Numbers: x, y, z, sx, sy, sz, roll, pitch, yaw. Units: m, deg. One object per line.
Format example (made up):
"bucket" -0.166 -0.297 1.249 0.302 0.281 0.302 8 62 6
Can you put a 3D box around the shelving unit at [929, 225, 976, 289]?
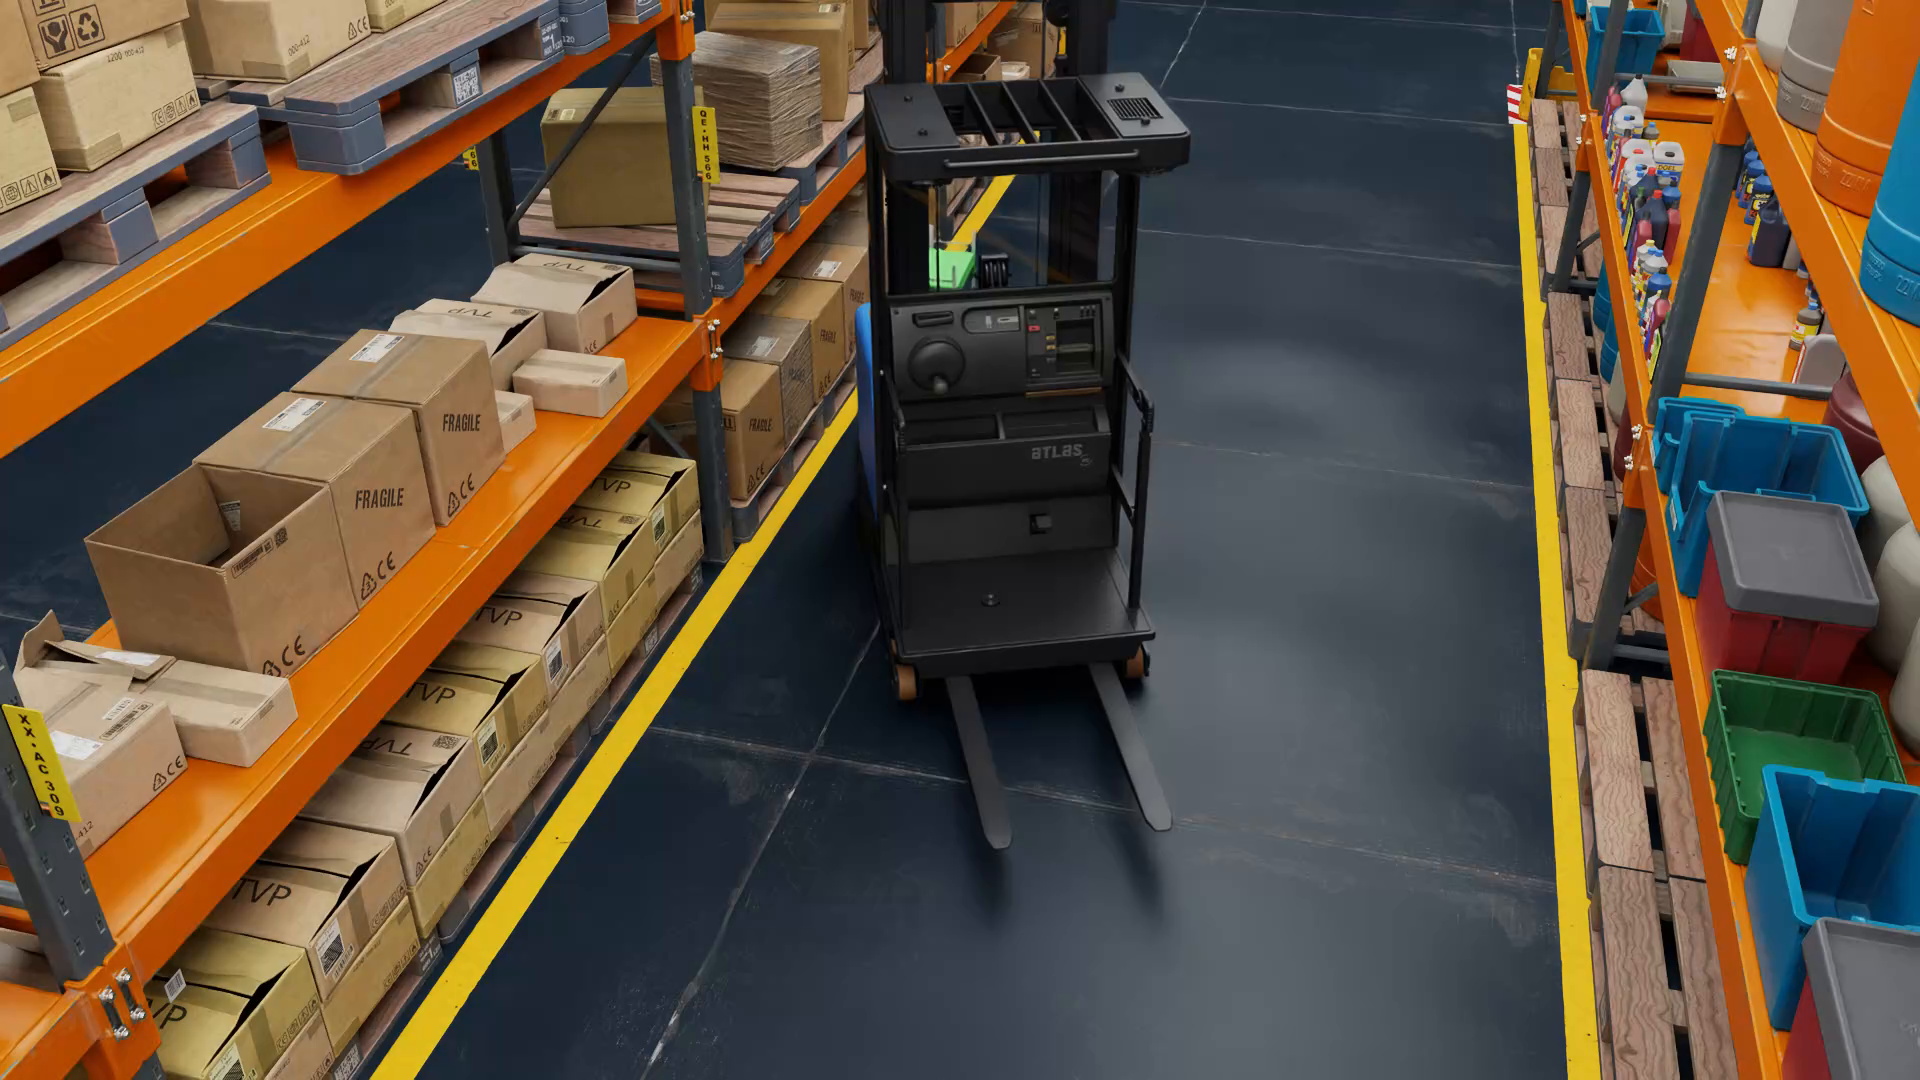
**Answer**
"shelving unit" -0.089 -0.975 8.665 0.258 1.200 0.503 6 33 9

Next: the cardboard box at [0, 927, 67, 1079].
"cardboard box" -2.793 1.331 5.009 0.500 0.311 0.500 8 33 12

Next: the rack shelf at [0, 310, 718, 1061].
"rack shelf" -2.111 0.099 5.968 1.077 0.370 4.000 8 33 12

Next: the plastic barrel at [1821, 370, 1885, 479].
"plastic barrel" 3.363 -0.341 5.864 0.600 0.536 0.708 8 33 12

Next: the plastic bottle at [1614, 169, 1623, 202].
"plastic bottle" 3.425 -1.832 8.522 0.097 0.201 0.097 0 32 0

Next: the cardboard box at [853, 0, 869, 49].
"cardboard box" -0.924 -3.322 10.195 0.700 0.500 0.500 -3 33 -4

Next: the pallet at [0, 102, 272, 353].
"pallet" -2.407 -0.811 4.112 0.805 0.209 1.217 7 33 10

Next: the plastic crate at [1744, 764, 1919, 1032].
"plastic crate" 2.151 0.902 4.050 0.392 0.384 0.575 8 33 12

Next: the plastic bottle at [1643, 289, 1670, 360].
"plastic bottle" 2.936 -0.904 6.985 0.061 0.283 0.133 8 33 12

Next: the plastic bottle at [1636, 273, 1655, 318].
"plastic bottle" 3.057 -1.079 7.336 0.097 0.201 0.097 0 32 0

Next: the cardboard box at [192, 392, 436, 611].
"cardboard box" -2.147 -0.138 5.578 0.500 0.500 0.500 8 33 12

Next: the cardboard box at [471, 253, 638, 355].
"cardboard box" -1.738 -1.022 7.144 0.500 0.311 0.500 10 34 15

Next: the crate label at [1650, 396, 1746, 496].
"crate label" 2.718 -0.328 6.125 0.303 0.233 0.416 8 33 12

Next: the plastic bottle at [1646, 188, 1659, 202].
"plastic bottle" 3.307 -1.534 7.977 0.061 0.283 0.133 8 33 12

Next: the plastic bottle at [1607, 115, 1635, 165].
"plastic bottle" 3.568 -2.152 8.960 0.097 0.271 0.097 0 32 0

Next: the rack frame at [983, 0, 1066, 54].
"rack frame" 0.427 -5.393 13.938 1.000 3.000 0.127 8 33 12

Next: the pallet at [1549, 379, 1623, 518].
"pallet" 3.659 -0.435 8.737 1.003 0.211 1.213 8 33 12

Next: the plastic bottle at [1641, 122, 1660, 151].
"plastic bottle" 3.749 -2.172 9.056 0.097 0.201 0.097 0 32 0

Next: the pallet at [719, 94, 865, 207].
"pallet" -1.114 -2.171 9.048 1.003 0.211 1.213 8 33 12

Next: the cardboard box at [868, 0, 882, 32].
"cardboard box" -0.709 -3.654 11.109 0.500 0.500 0.500 9 33 13

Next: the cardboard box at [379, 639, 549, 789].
"cardboard box" -1.883 0.602 6.156 0.500 0.311 0.500 9 34 14

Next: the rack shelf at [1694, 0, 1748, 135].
"rack shelf" 3.695 -2.566 7.365 1.077 0.370 4.000 8 33 12

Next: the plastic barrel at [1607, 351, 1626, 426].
"plastic barrel" 3.638 -0.840 8.704 0.421 0.512 0.421 0 32 0

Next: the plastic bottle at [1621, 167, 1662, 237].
"plastic bottle" 3.329 -1.648 8.092 0.144 0.351 0.185 8 33 12

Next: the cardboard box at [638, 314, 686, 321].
"cardboard box" -1.582 -1.236 8.620 0.500 0.250 0.500 9 34 14

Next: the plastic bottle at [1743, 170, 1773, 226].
"plastic bottle" 3.976 -1.704 8.255 0.097 0.271 0.097 0 32 0

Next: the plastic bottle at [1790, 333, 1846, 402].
"plastic bottle" 3.463 -0.715 6.694 0.152 0.276 0.135 8 33 12

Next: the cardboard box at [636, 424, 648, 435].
"cardboard box" -1.593 -0.890 8.774 0.500 0.500 0.500 9 34 14

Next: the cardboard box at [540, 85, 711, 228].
"cardboard box" -1.552 -1.804 7.807 0.700 0.500 0.500 -3 33 -4

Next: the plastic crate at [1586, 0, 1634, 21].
"plastic crate" 4.354 -3.500 11.150 0.293 0.136 0.466 8 33 12

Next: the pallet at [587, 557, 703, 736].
"pallet" -1.850 0.357 7.492 1.003 0.211 1.213 8 33 12

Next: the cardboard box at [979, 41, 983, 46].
"cardboard box" -0.011 -4.206 14.317 0.380 0.149 0.250 8 33 12

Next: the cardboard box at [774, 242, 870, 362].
"cardboard box" -0.824 -1.374 9.535 0.500 0.500 0.500 7 33 11

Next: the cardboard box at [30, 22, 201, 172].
"cardboard box" -2.316 -1.150 4.215 0.500 0.250 0.500 5 33 8

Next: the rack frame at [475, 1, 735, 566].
"rack frame" -1.603 -1.242 7.408 1.000 3.000 0.127 8 33 12

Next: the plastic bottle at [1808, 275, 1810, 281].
"plastic bottle" 3.947 -1.290 7.593 0.061 0.283 0.133 8 33 12

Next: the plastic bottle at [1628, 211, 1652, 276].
"plastic bottle" 3.167 -1.378 7.730 0.061 0.283 0.133 8 33 12

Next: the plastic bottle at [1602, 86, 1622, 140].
"plastic bottle" 3.663 -2.391 9.324 0.061 0.283 0.133 8 33 12

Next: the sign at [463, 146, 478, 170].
"sign" -2.130 -1.766 7.227 0.100 0.325 0.005 8 33 12

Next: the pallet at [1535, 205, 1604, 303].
"pallet" 4.351 -1.852 10.966 1.003 0.211 1.213 8 33 12

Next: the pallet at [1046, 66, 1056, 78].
"pallet" 0.207 -3.763 13.973 1.003 0.211 1.213 8 33 12

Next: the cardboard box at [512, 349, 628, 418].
"cardboard box" -1.564 -0.632 6.682 0.380 0.149 0.250 8 33 12

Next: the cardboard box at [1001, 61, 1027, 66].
"cardboard box" 0.338 -3.870 13.772 0.380 0.166 0.250 8 33 12

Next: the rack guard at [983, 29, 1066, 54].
"rack guard" 0.408 -4.299 14.547 1.175 0.500 0.348 8 33 12

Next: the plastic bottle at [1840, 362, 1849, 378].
"plastic bottle" 3.610 -0.694 6.661 0.152 0.276 0.135 8 33 12

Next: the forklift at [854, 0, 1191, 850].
"forklift" 0.215 -0.752 6.701 1.130 2.935 3.031 -5 33 -8

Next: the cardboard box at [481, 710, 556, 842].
"cardboard box" -1.886 0.843 6.299 0.500 0.250 0.500 9 33 13

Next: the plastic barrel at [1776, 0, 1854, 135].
"plastic barrel" 2.769 -1.647 4.781 0.600 0.901 0.600 0 32 0

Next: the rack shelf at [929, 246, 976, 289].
"rack shelf" -0.089 -1.326 8.442 0.258 0.148 0.480 6 33 9
